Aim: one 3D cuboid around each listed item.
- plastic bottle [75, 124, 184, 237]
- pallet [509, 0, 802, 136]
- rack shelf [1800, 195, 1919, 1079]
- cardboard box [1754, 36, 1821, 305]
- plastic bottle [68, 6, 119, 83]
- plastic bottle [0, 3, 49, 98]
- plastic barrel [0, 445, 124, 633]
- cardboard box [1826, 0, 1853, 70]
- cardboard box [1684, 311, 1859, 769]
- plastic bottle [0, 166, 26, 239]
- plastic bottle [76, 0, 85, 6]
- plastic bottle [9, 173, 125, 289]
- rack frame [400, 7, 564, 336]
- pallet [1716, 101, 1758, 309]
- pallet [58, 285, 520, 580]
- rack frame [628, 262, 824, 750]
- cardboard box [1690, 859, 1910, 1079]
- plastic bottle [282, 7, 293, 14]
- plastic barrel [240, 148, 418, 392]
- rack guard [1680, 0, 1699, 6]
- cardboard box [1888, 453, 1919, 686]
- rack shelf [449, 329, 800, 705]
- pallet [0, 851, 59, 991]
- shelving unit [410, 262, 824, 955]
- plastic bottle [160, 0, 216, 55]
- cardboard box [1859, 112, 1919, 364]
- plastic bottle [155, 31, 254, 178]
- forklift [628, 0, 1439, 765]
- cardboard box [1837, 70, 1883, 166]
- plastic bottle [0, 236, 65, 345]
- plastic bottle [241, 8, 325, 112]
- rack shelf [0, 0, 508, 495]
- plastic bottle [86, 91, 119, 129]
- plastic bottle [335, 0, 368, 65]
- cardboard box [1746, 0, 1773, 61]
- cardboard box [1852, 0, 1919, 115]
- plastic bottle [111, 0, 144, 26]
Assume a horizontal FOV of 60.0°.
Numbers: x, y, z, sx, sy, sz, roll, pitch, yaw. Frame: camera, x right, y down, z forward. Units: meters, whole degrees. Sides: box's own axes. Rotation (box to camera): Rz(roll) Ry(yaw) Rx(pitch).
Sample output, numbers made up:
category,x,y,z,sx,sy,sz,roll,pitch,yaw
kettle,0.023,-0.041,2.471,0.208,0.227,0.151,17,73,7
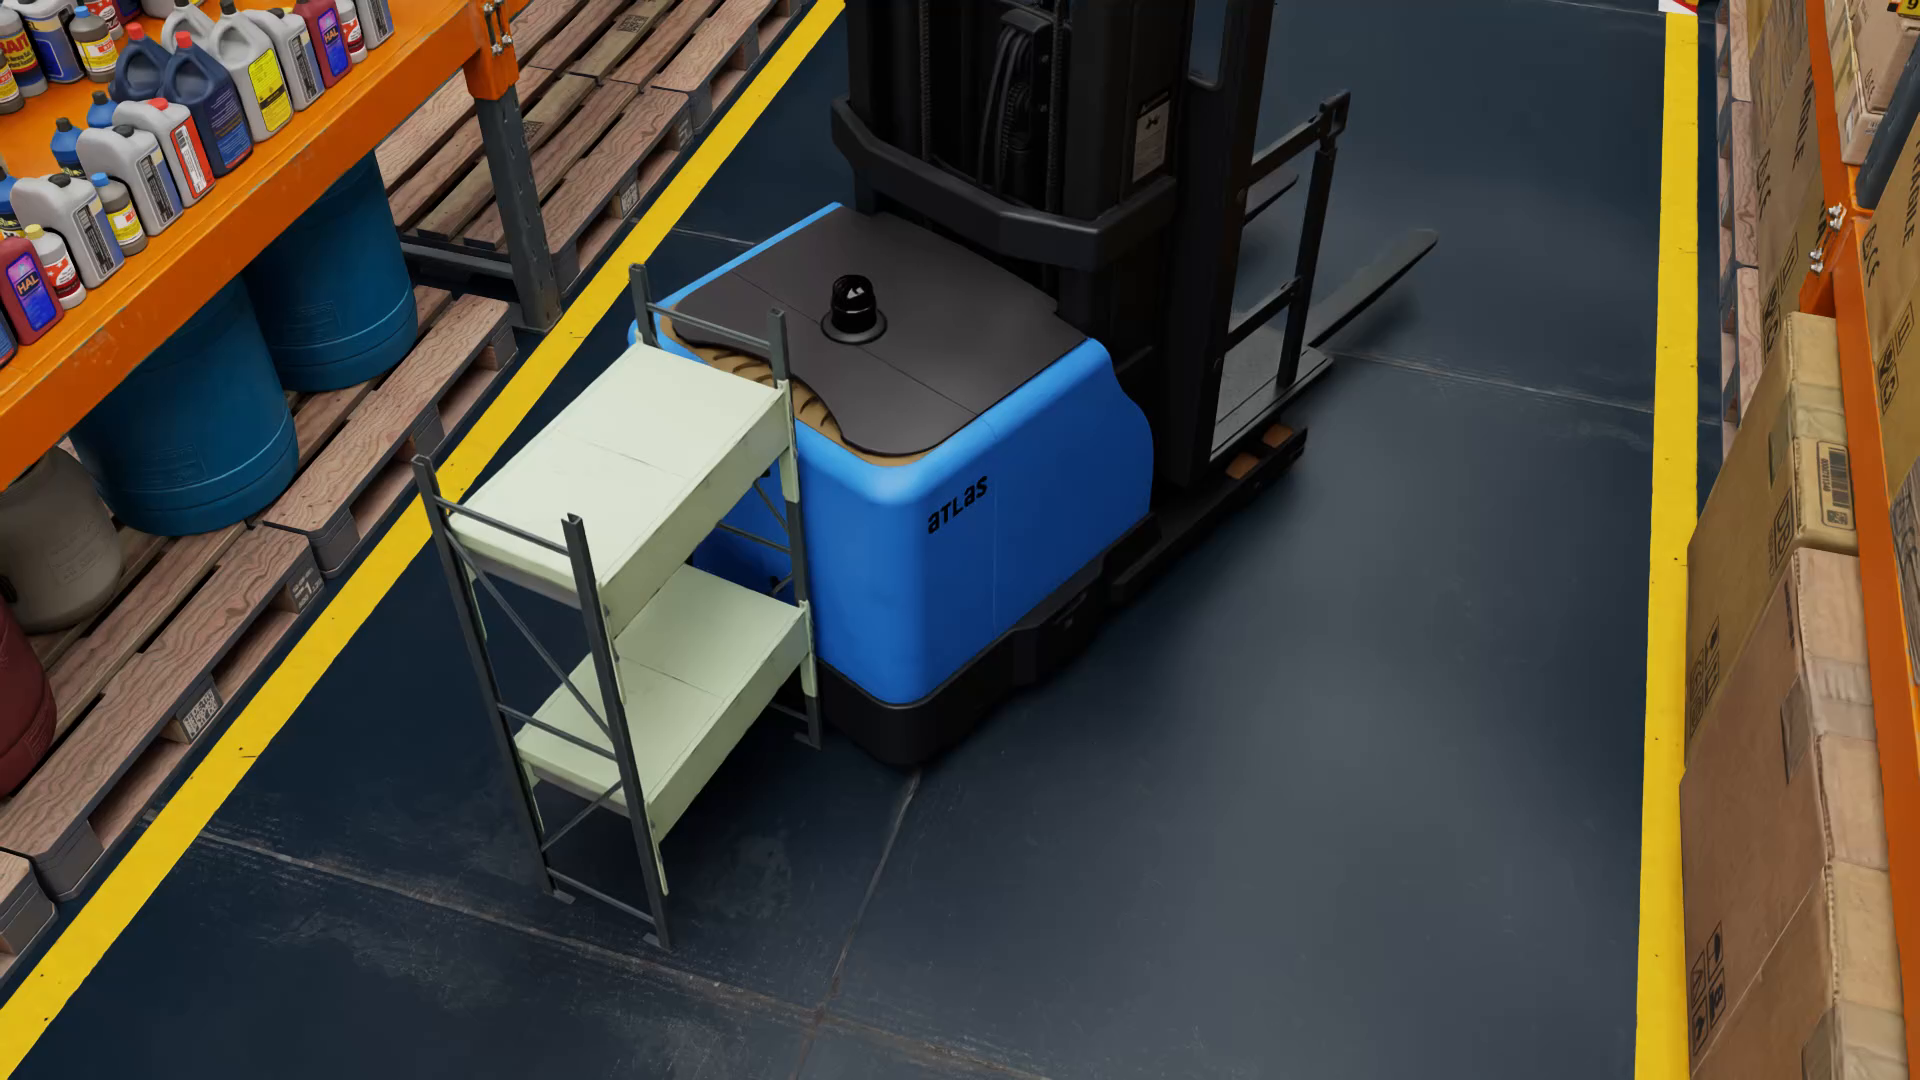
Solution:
category,x,y,z,sx,sy,sz,roll,pitch,yaw
plastic bottle,-2.062,-0.912,4.126,0.152,0.276,0.135,13,46,13
pallet,-1.393,-2.274,7.423,1.003,0.211,1.213,13,46,13
rack shelf,2.168,0.682,2.922,1.077,0.370,4.000,13,46,13
cardboard box,3.323,-1.321,5.675,0.875,0.875,0.875,13,46,13
plastic bottle,-2.436,-1.400,4.678,0.097,0.201,0.097,0,44,0
plastic bottle,-2.622,-1.368,4.595,0.097,0.271,0.097,0,44,0
plastic barrel,-2.598,-0.029,4.614,0.421,0.512,0.421,0,44,0
cardboard box,2.710,-1.433,4.750,0.380,0.149,0.250,12,46,12
cardboard box,2.599,0.132,4.189,1.225,0.875,0.875,13,46,13
plastic bottle,-2.256,-0.770,3.984,0.097,0.271,0.097,0,44,0
plastic bottle,-2.551,-1.522,4.753,0.097,0.271,0.097,0,44,0
plastic bottle,-2.132,-0.757,3.968,0.152,0.276,0.135,13,46,13
rack frame,-1.946,-1.957,5.105,1.000,3.000,0.127,13,46,13
pallet,3.447,-1.217,6.343,1.003,0.211,1.213,13,46,12
pallet,-2.220,-0.455,5.564,1.003,0.211,1.213,13,46,13
rack frame,-0.563,-0.019,4.197,0.400,1.500,0.023,20,48,19
cardboard box,2.069,1.320,2.976,1.225,0.875,0.875,13,46,13
plastic bottle,-1.865,-1.396,4.674,0.097,0.201,0.097,0,44,0
plastic barrel,-2.127,-0.998,5.325,0.600,0.901,0.708,13,46,13
rack guard,3.993,-2.697,7.648,1.175,0.500,0.348,13,46,13
cardboard box,2.093,-0.021,3.055,0.500,0.500,0.500,12,46,12
rack shelf,-0.730,-0.070,3.691,0.431,0.370,0.720,20,48,19
pallet,-2.959,1.172,3.902,1.003,0.211,1.213,13,46,13
shelving unit,-0.730,0.209,3.964,0.431,1.500,0.755,20,48,19
plastic bottle,-2.050,-1.288,4.457,0.144,0.351,0.185,13,46,13
cardboard box,2.397,-0.690,3.739,0.500,0.500,0.500,13,46,13
plastic bottle,-1.969,-1.134,4.299,0.144,0.351,0.185,13,46,13
forklift,0.484,-1.381,4.566,1.130,2.935,3.031,33,53,29
cardboard box,2.554,-1.091,4.399,0.380,0.149,0.250,13,46,13
plastic bottle,-2.159,-0.596,3.798,0.061,0.283,0.133,13,46,13
plastic bottle,-1.868,-1.338,4.561,0.152,0.276,0.135,13,46,13
rack shelf,-2.552,-0.367,3.994,1.077,0.370,4.000,13,46,13
plastic bottle,-2.145,-1.014,4.234,0.097,0.271,0.097,0,44,0
plastic bottle,-1.767,-1.472,4.751,0.097,0.201,0.097,0,44,0
cardboard box,3.868,-2.521,6.901,0.875,0.875,0.875,13,46,13
cardboard box,2.658,-1.310,4.339,0.500,0.250,0.500,12,46,12
plastic bottle,-2.504,-1.672,4.898,0.061,0.283,0.133,13,46,13
